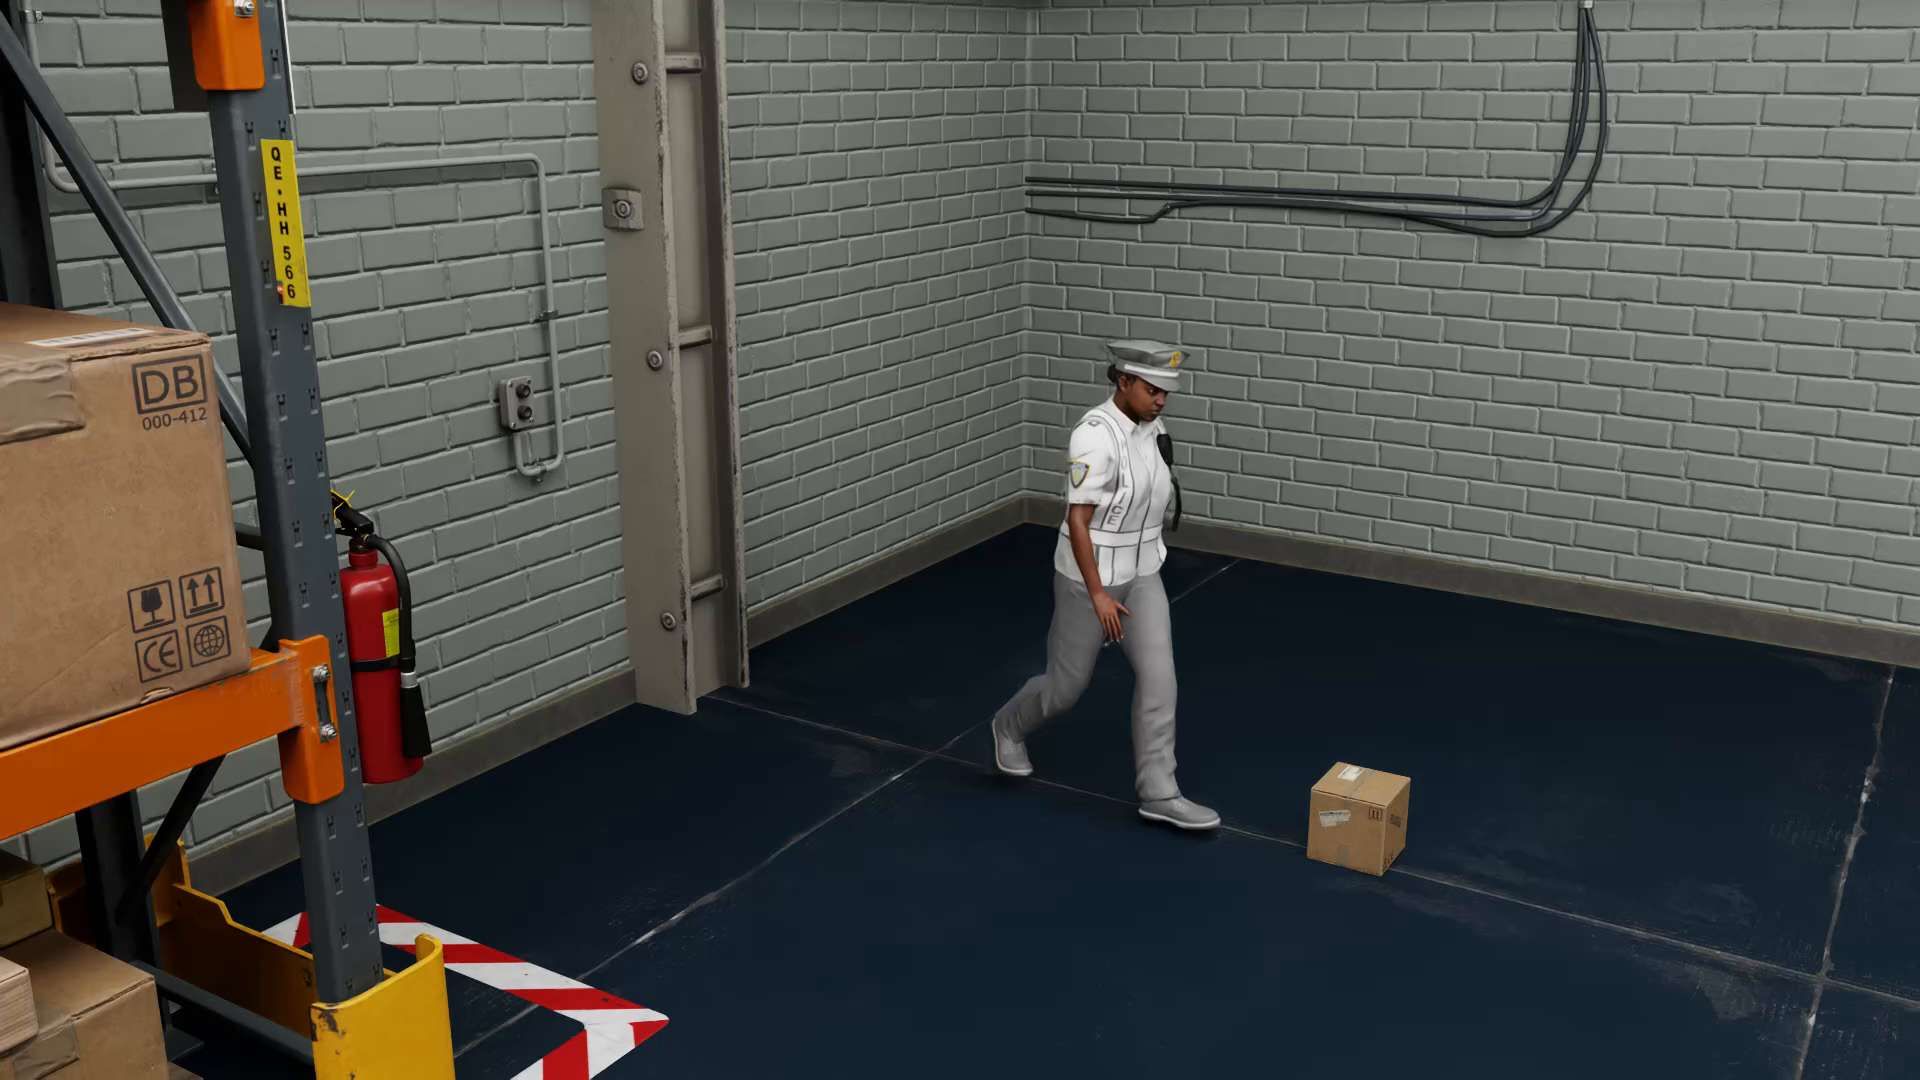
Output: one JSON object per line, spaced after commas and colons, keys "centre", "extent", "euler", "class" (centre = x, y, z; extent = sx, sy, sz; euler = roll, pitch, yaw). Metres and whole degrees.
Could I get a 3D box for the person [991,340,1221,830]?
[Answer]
{"centre": [0.488, 0.126, 5.587], "extent": [0.461, 1.622, 0.894], "euler": [-13, 21, -38], "class": "person"}
